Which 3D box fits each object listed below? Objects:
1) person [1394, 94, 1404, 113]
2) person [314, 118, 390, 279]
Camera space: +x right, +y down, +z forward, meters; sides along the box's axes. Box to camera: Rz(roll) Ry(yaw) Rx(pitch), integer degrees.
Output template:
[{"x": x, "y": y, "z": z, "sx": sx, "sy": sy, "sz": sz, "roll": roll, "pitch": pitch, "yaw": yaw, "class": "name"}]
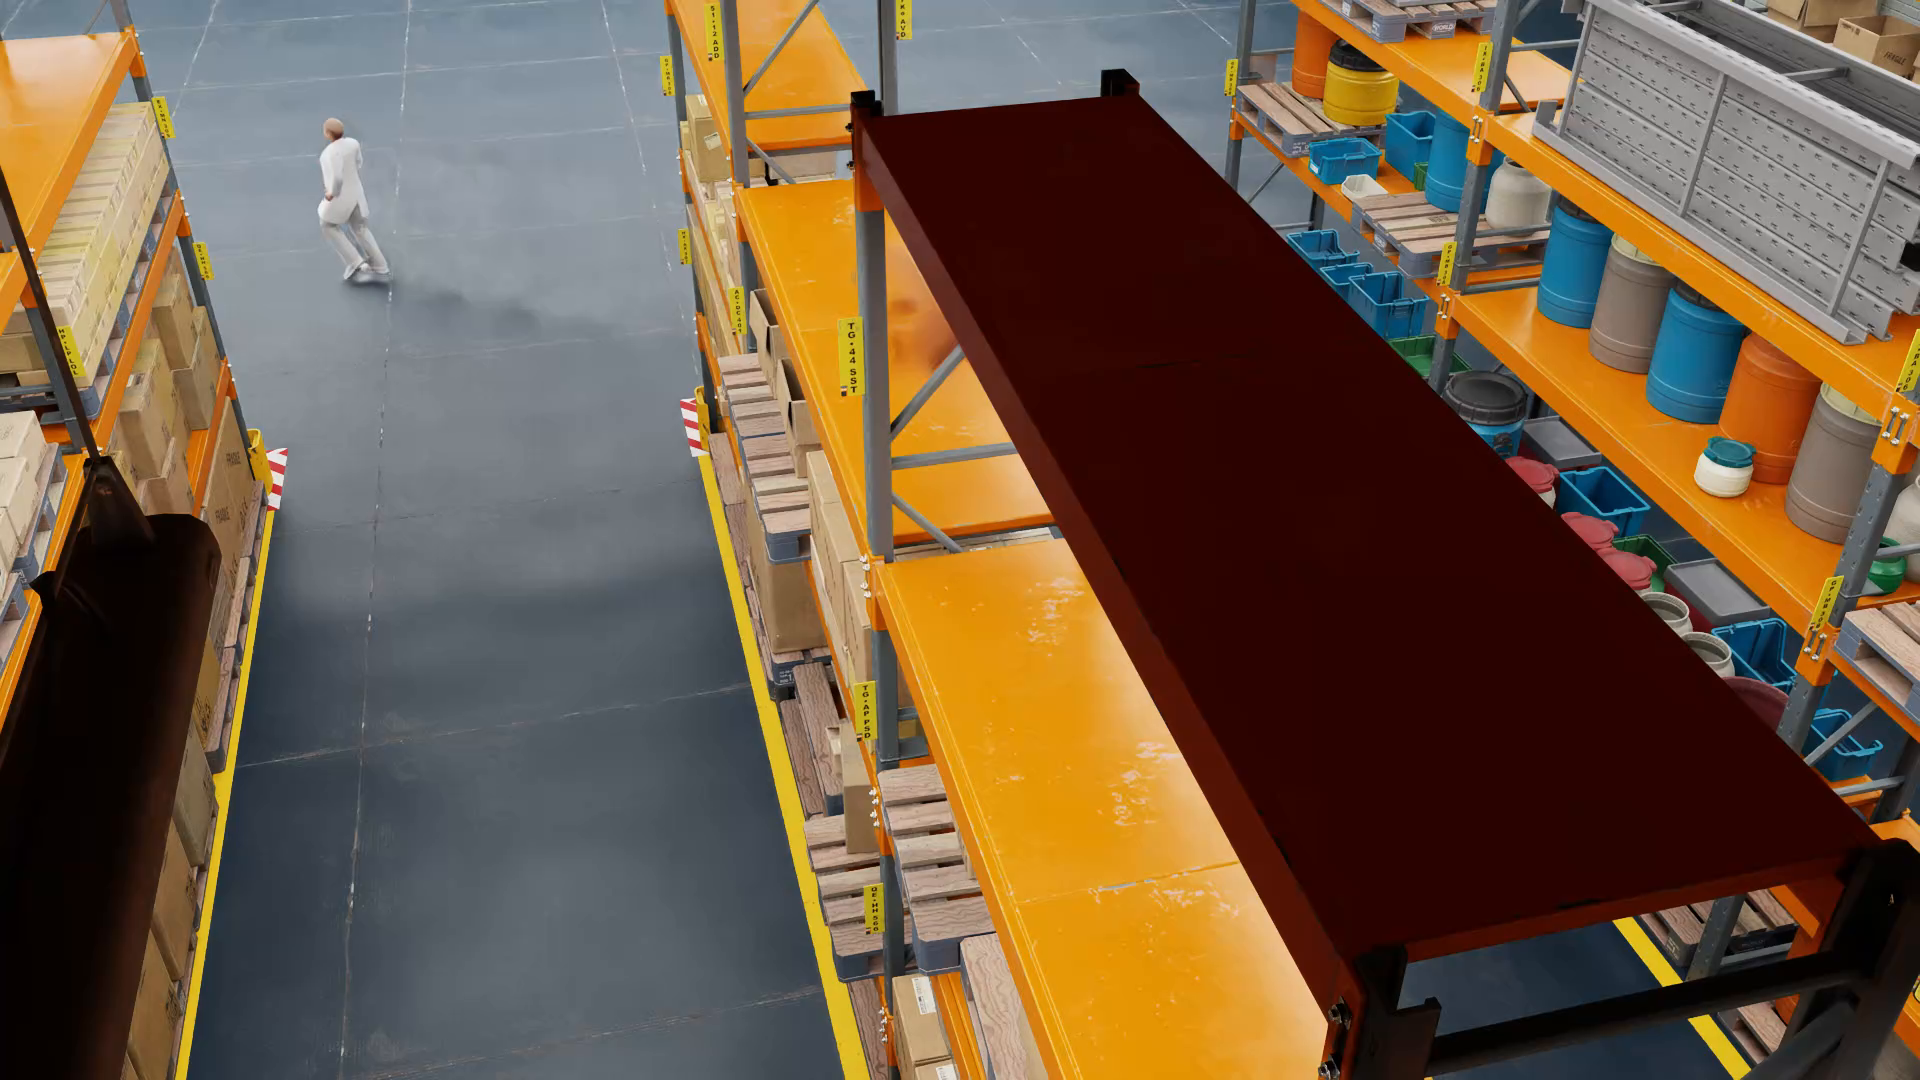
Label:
[{"x": 4.751, "y": -4.252, "z": 18.829, "sx": 0.667, "sy": 1.710, "sz": 0.584, "roll": 9, "pitch": 35, "yaw": 13, "class": "person"}, {"x": -6.624, "y": -3.652, "z": 17.876, "sx": 0.755, "sy": 1.812, "sz": 0.688, "roll": 14, "pitch": 37, "yaw": 19, "class": "person"}]
